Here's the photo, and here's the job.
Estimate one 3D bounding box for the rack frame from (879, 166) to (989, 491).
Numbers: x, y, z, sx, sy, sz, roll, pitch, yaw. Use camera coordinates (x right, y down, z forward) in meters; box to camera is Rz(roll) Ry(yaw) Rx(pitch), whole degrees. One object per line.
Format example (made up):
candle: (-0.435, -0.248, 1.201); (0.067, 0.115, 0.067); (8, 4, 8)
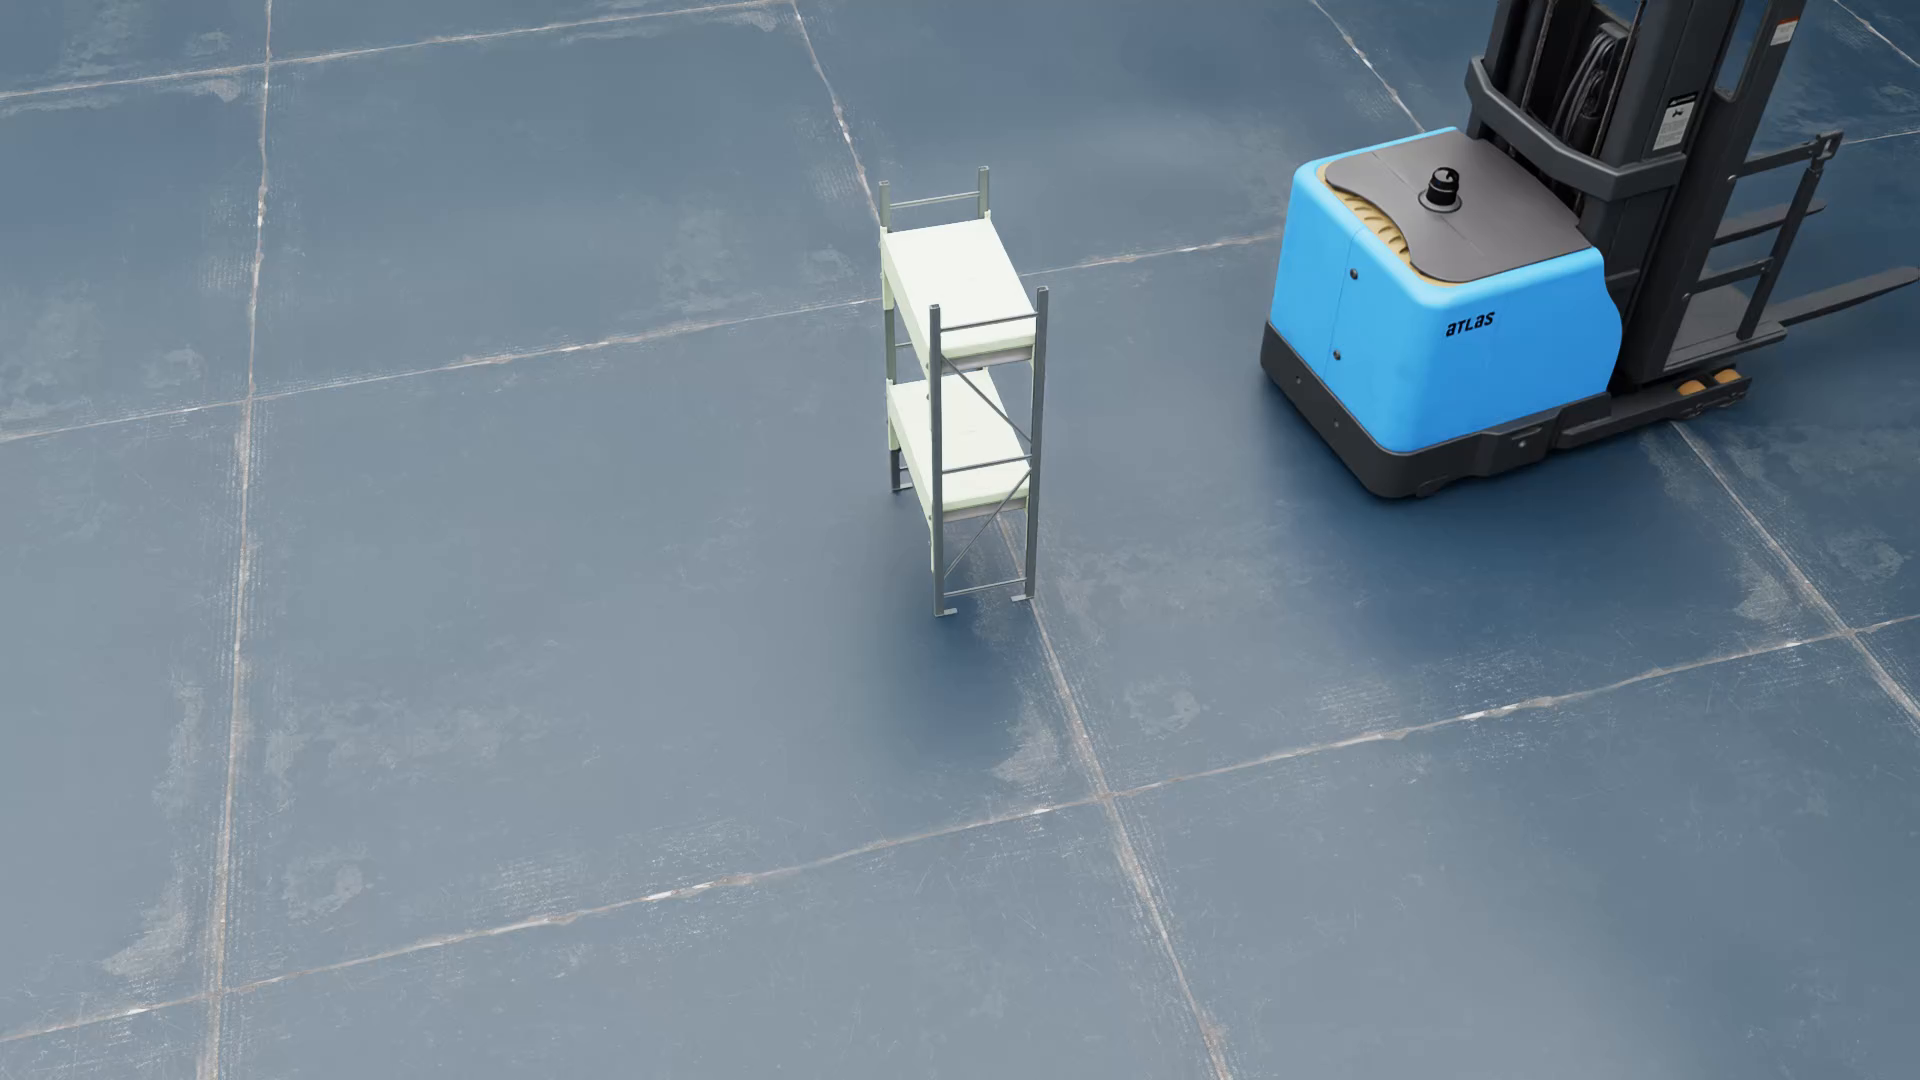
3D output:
rack frame: (-0.092, -0.773, 6.457); (0.400, 1.500, 0.023); (-11, 47, -10)

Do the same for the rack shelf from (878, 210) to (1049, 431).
rack shelf: (0.002, -0.793, 5.931); (0.431, 0.370, 0.720); (-11, 47, -10)

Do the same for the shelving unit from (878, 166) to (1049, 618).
shelving unit: (0.002, -0.520, 6.210); (0.431, 1.500, 0.755); (-11, 47, -10)

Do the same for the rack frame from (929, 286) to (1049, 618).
rack frame: (0.095, -0.268, 5.962); (0.400, 1.500, 0.023); (-11, 47, -10)

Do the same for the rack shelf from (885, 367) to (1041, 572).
rack shelf: (0.002, -0.292, 6.443); (0.431, 0.370, 0.720); (-11, 47, -10)

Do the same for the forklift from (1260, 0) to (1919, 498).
forklift: (2.906, -1.889, 6.549); (3.031, 2.935, 1.130); (-17, 48, -16)
